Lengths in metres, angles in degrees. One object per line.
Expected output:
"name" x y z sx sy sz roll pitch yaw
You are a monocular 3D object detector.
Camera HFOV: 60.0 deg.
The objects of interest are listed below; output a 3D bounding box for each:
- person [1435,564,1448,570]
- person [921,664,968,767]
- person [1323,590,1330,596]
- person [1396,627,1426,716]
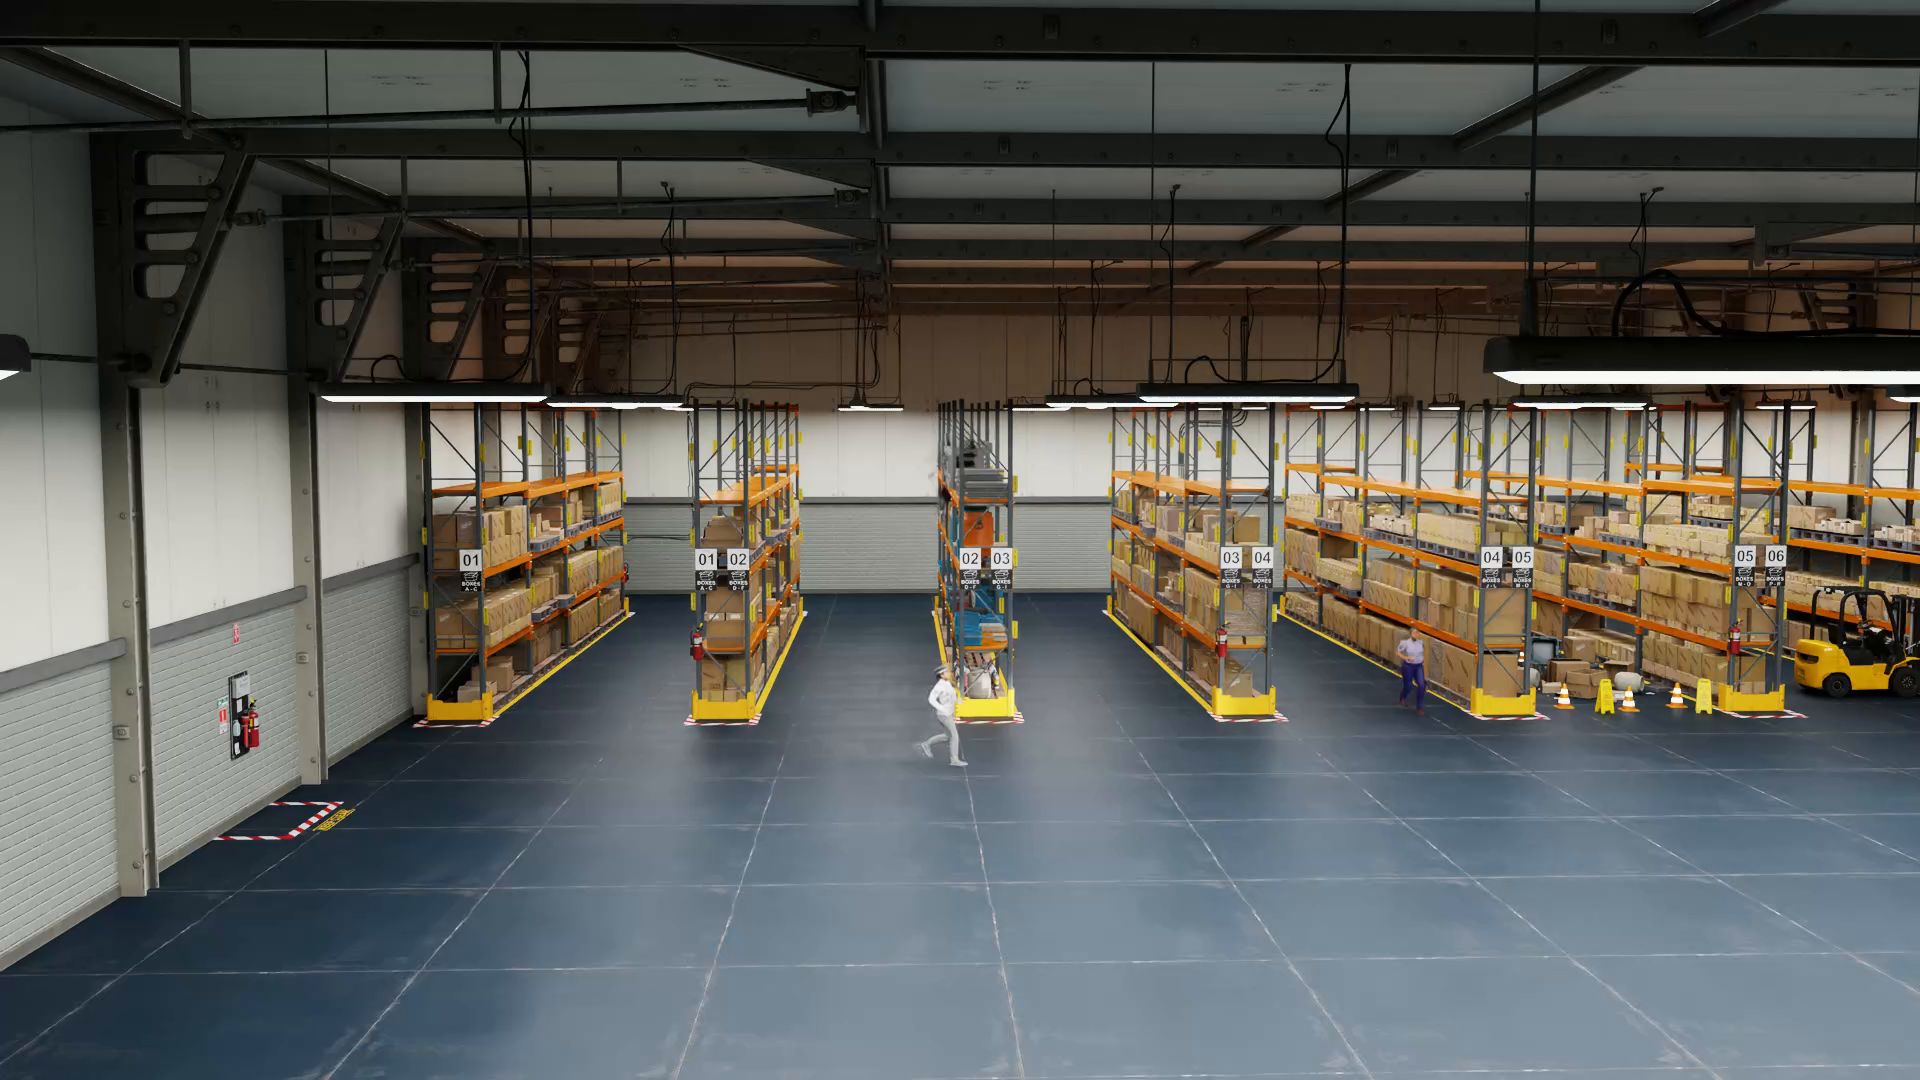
"person" 14.253 1.138 49.278 0.628 1.705 0.725 1 4 11
"person" -0.270 2.836 27.028 0.823 1.660 0.626 1 5 16
"person" 10.643 1.158 48.652 0.633 1.714 0.670 4 6 44
"person" 8.674 2.492 31.903 0.637 1.662 0.890 0 4 -6
